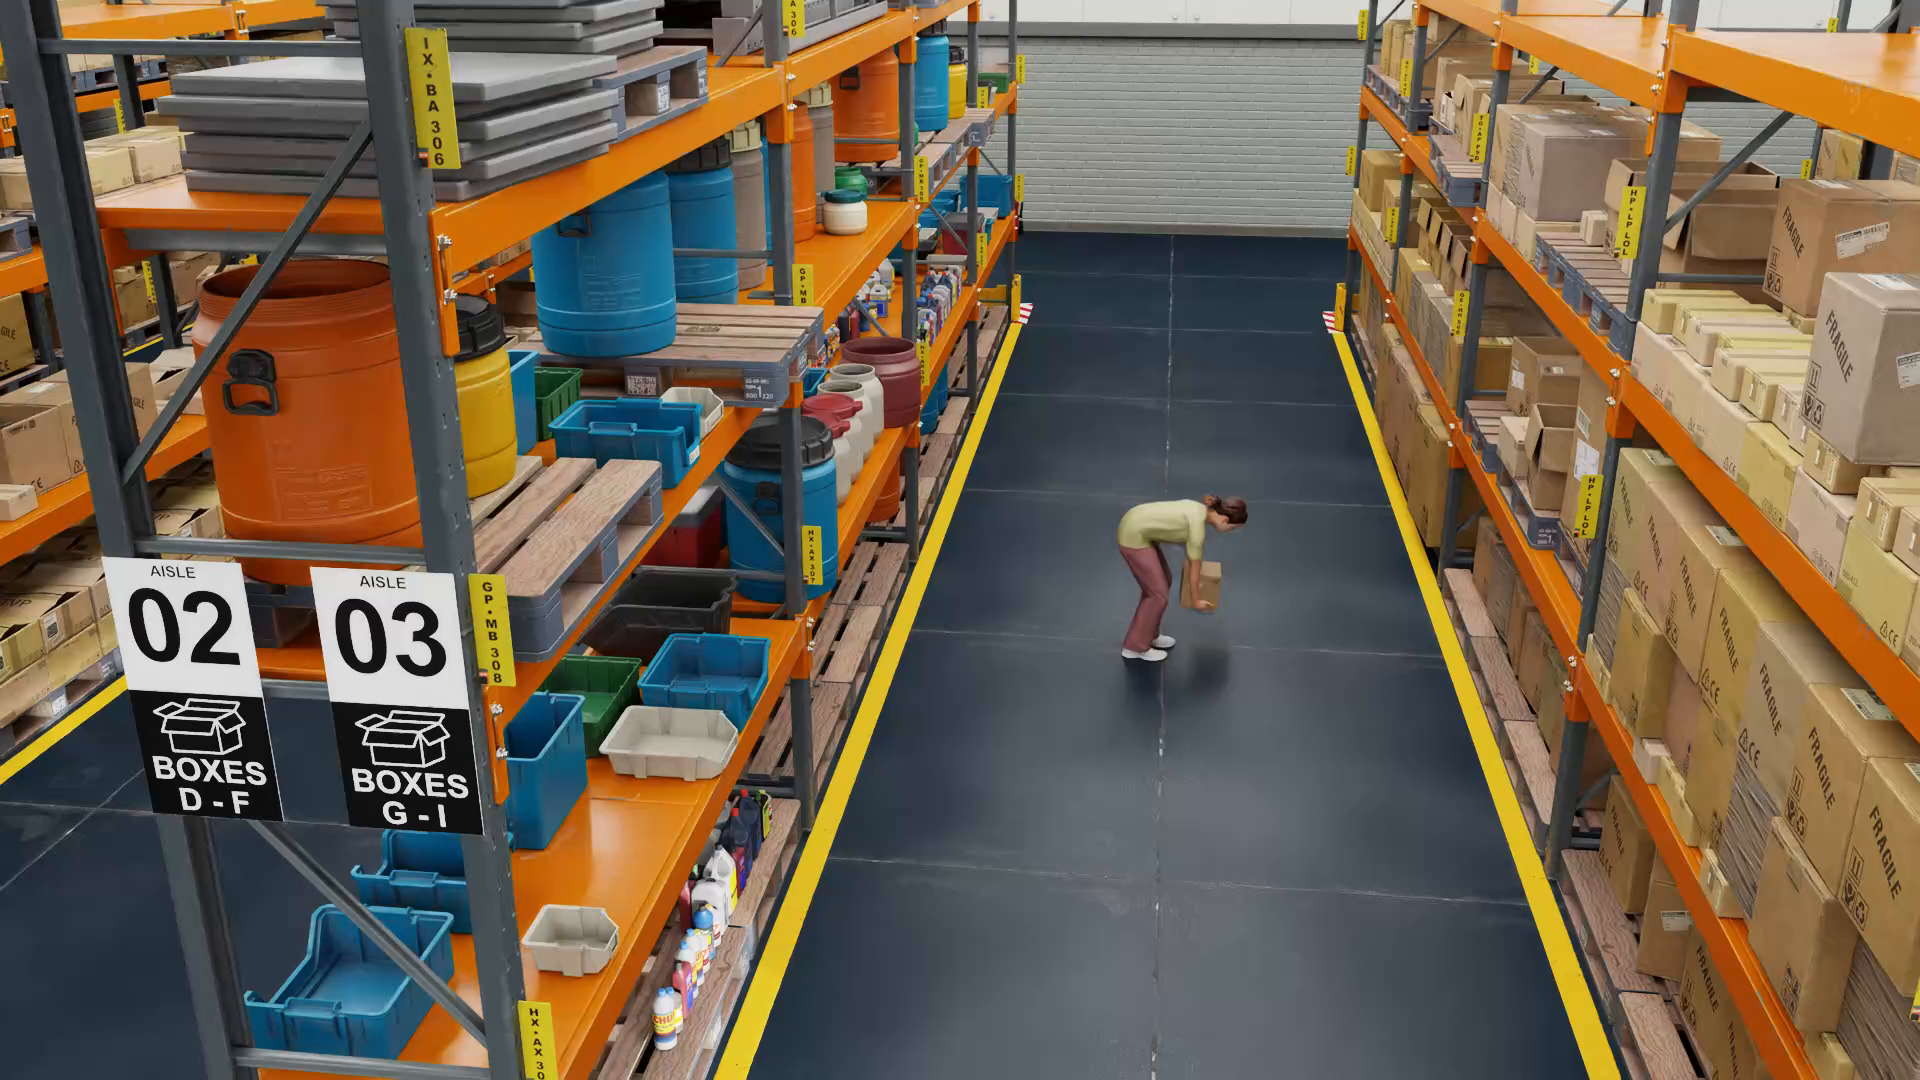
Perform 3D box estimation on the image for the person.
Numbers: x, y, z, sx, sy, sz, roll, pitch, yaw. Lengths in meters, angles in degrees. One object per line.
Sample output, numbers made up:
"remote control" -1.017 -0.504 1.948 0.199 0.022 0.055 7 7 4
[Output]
"person" 1.479 0.233 11.204 0.865 1.158 0.415 2 21 5
